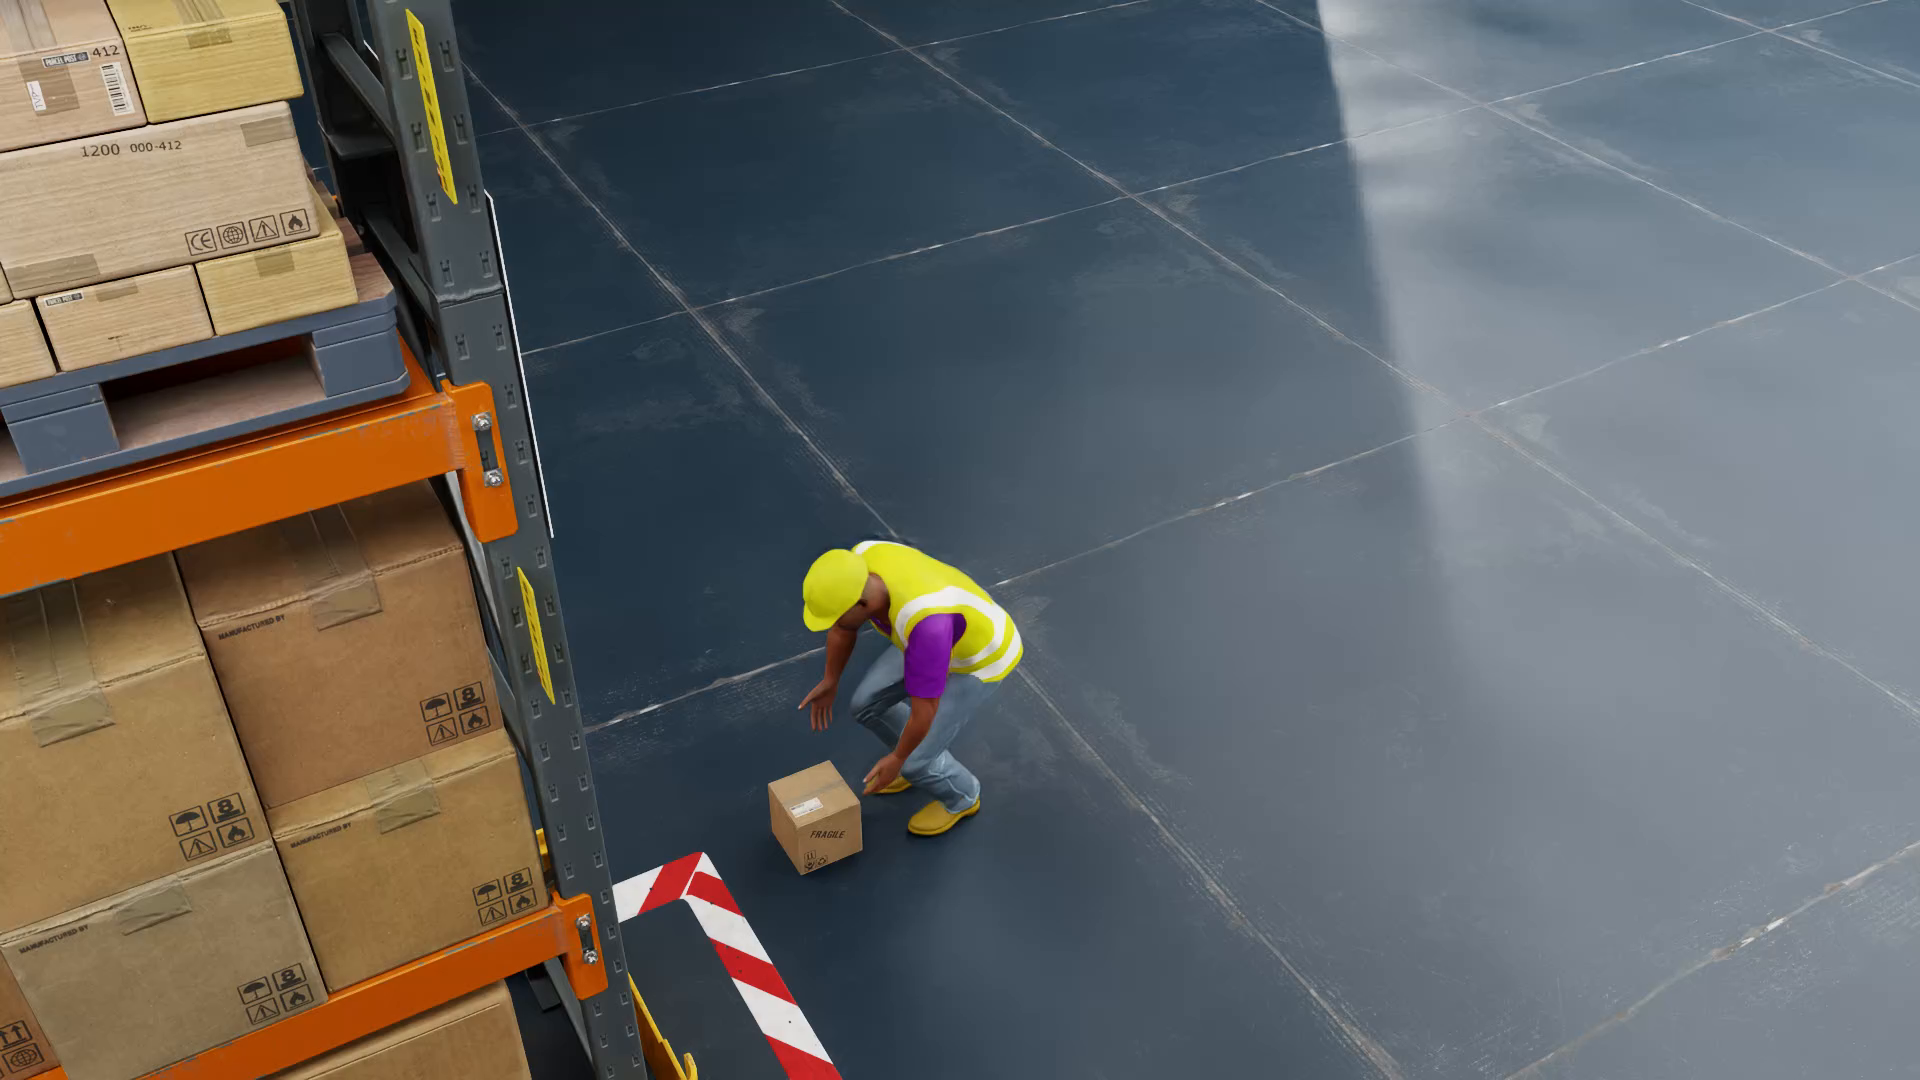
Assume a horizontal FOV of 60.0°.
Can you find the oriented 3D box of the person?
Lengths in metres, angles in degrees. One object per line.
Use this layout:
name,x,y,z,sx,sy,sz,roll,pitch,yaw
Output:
person,-0.162,0.501,5.861,0.817,1.283,0.627,-19,41,-24
